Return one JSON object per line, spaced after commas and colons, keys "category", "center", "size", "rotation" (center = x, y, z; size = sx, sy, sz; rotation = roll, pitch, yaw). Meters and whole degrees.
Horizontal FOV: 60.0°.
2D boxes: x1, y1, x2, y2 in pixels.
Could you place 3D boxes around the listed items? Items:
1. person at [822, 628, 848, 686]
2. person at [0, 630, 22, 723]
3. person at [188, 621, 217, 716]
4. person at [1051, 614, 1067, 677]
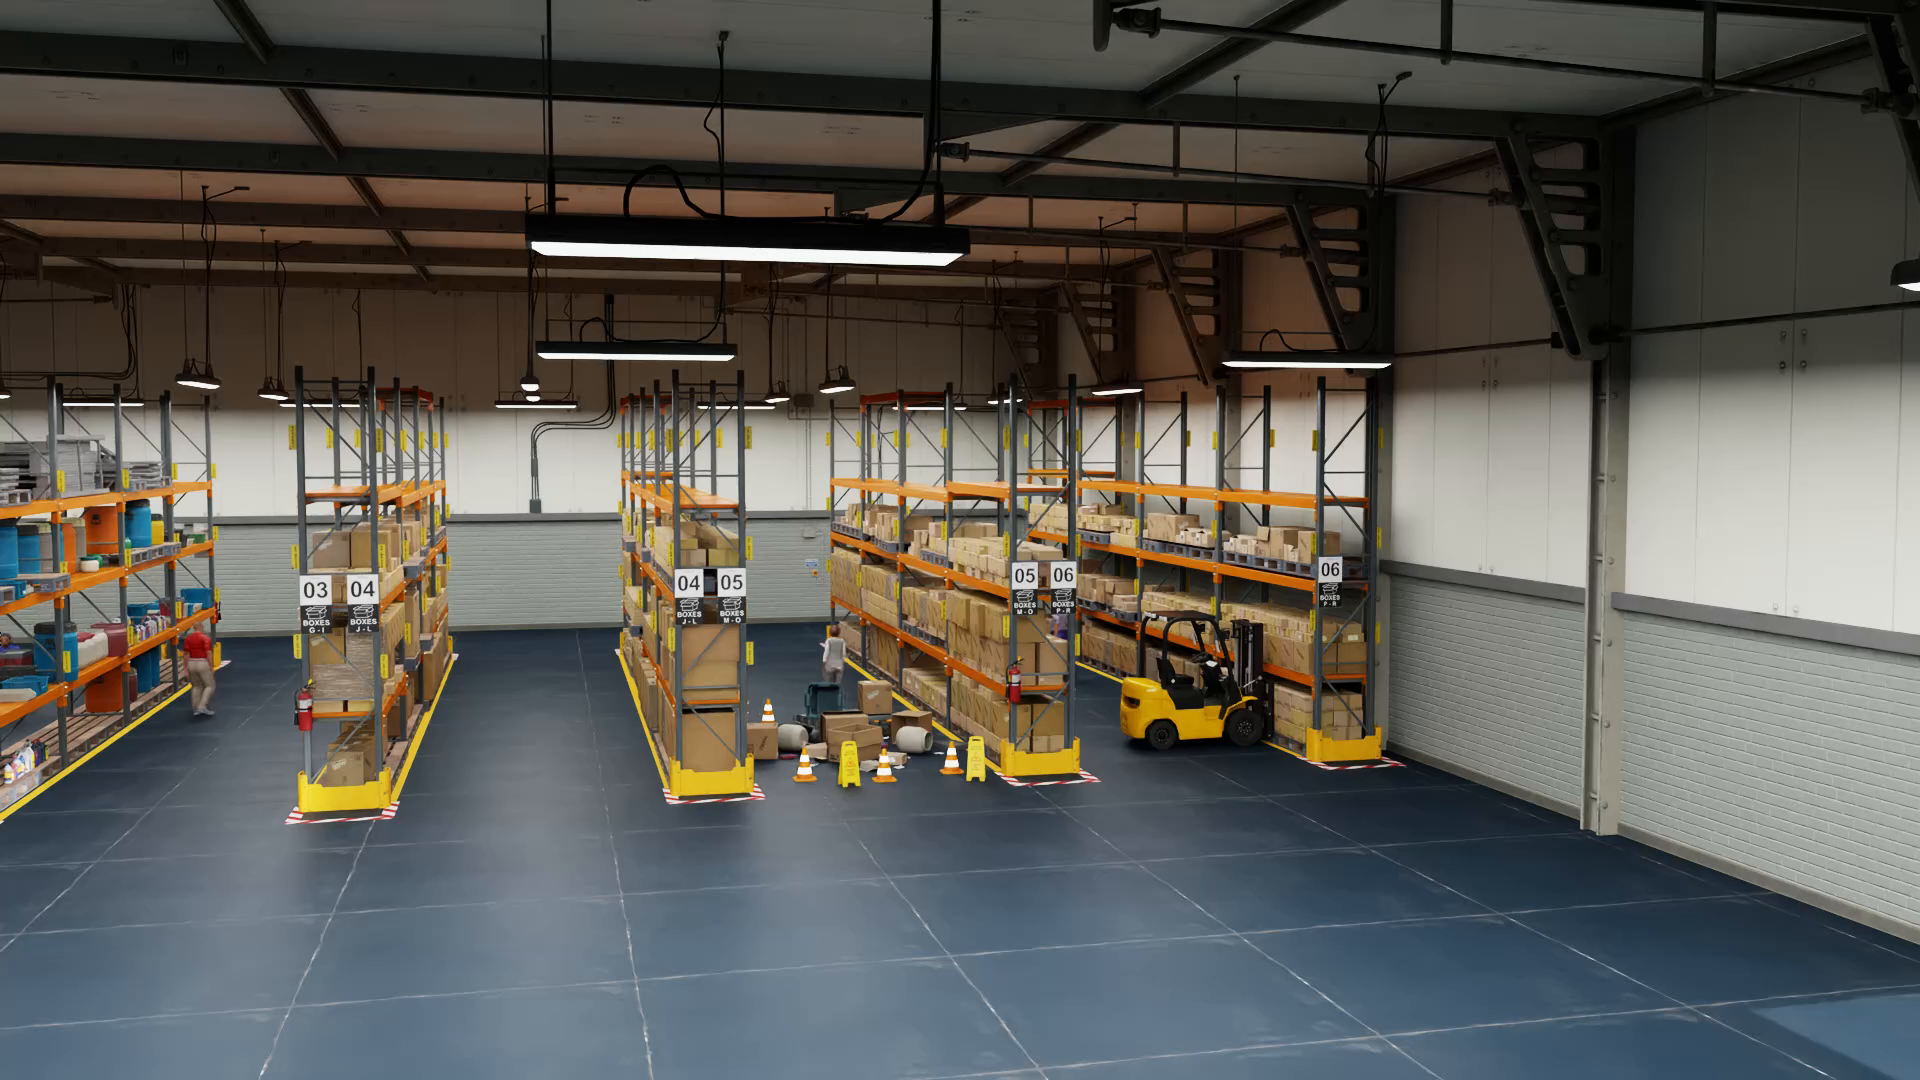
{"category": "person", "center": [-2.340, 2.405, 30.717], "size": [0.552, 1.592, 0.510], "rotation": [0, 3, 6]}
{"category": "person", "center": [-16.876, 2.514, 29.510], "size": [0.500, 1.621, 0.368], "rotation": [-2, 4, -30]}
{"category": "person", "center": [-13.856, 2.349, 30.340], "size": [0.605, 1.757, 0.369], "rotation": [2, 4, 29]}
{"category": "person", "center": [2.093, 2.118, 35.107], "size": [0.357, 1.711, 0.553], "rotation": [1, 4, 20]}
